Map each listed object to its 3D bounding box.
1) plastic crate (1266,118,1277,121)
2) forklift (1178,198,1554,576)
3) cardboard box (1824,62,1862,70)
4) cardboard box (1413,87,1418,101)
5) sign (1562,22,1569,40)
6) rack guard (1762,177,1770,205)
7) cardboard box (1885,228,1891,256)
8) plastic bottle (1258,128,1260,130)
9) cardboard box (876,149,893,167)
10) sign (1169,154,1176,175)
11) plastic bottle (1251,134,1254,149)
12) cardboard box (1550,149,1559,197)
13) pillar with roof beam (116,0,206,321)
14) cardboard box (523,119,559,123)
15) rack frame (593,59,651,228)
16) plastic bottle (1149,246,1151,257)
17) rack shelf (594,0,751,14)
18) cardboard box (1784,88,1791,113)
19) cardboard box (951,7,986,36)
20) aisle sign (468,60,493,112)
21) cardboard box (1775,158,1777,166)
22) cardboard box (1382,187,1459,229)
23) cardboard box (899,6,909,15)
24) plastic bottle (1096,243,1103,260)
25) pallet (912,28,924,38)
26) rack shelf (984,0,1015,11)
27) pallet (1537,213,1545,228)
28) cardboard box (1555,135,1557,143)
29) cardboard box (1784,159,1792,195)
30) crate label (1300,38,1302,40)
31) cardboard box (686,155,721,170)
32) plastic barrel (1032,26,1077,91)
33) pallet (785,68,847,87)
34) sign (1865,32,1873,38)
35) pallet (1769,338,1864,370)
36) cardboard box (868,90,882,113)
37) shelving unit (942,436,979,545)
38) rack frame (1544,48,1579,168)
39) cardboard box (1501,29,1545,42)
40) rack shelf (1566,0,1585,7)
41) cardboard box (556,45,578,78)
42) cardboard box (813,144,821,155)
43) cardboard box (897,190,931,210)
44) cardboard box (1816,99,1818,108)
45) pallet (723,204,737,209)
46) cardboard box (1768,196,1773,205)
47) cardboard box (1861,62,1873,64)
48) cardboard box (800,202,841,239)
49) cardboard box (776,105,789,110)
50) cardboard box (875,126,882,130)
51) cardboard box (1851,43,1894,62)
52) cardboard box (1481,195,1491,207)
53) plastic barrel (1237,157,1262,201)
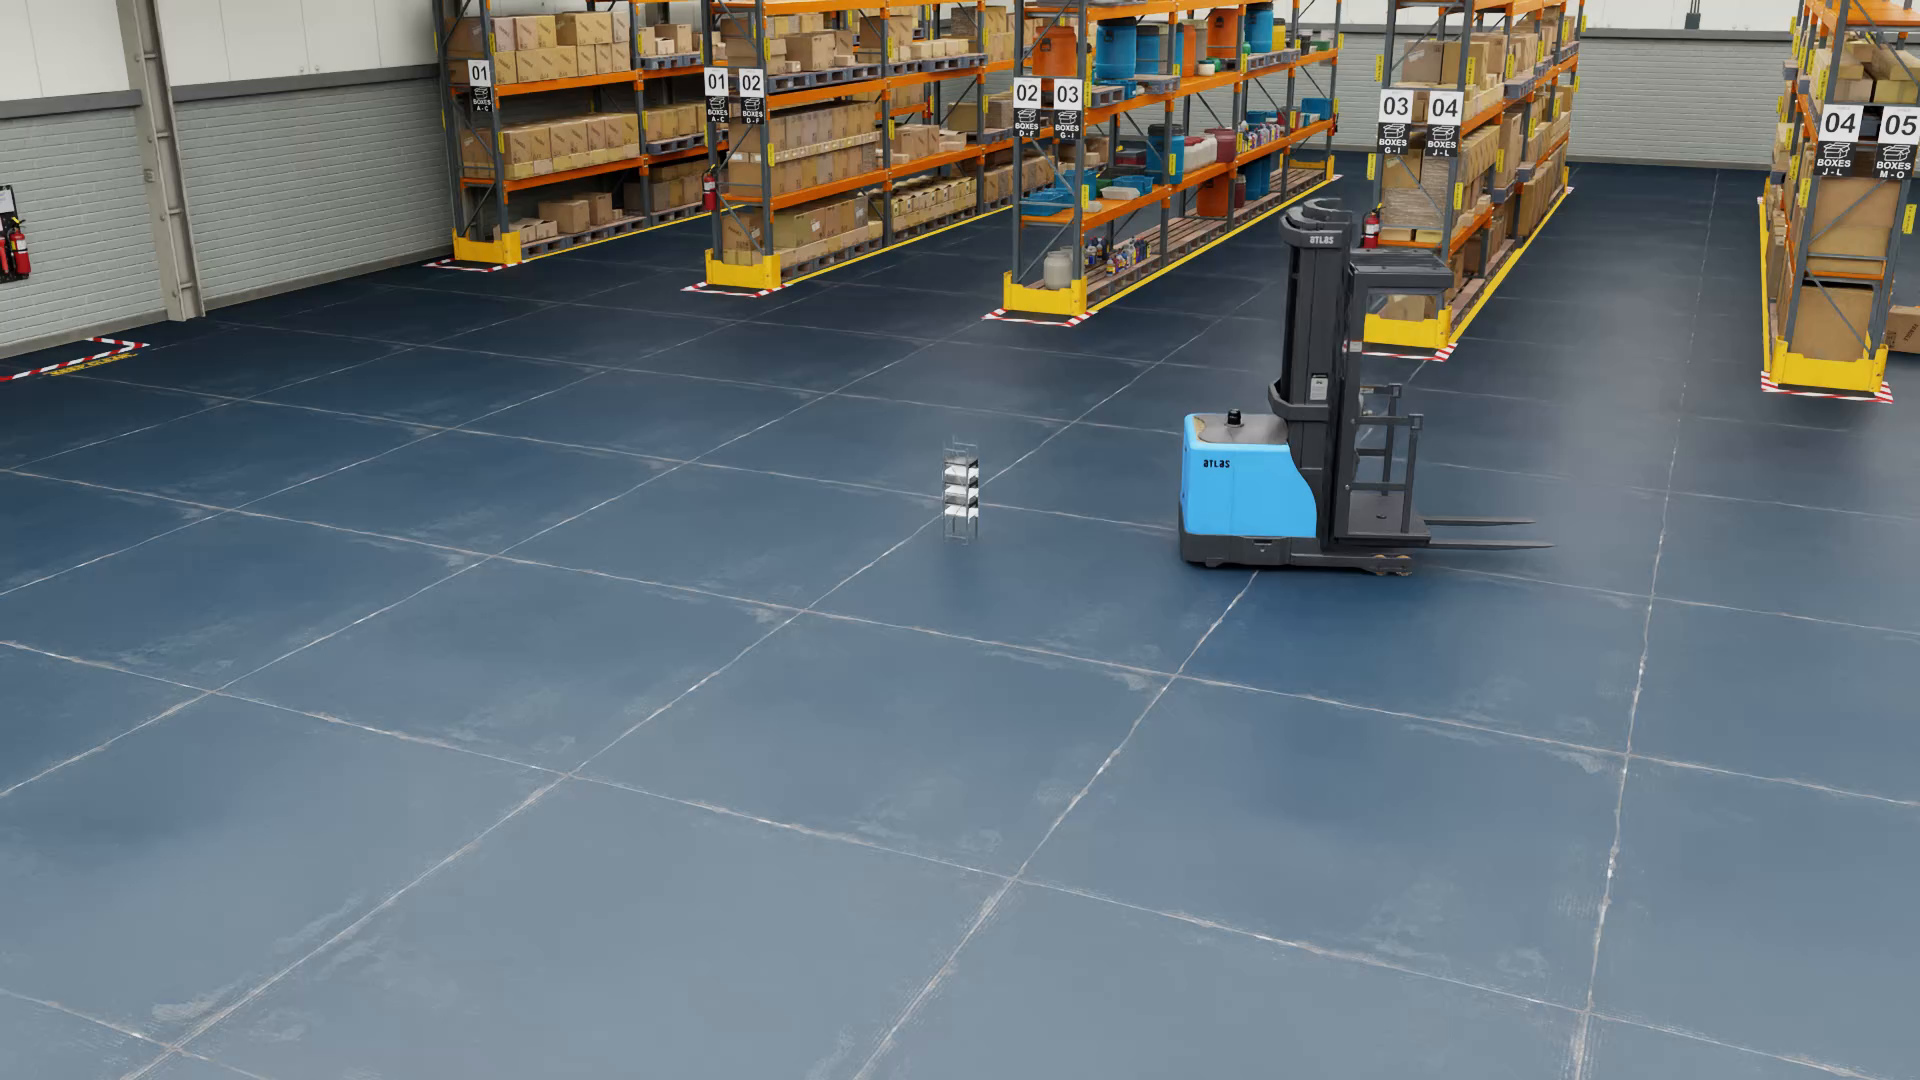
[{"bbox_3d":[6.568,-8.799,35.037,0.293,0.136,0.466,9,21,23],"label":"plastic crate"},{"bbox_3d":[3.398,-1.271,13.670,3.031,2.935,1.130,1,20,4],"label":"forklift"},{"bbox_3d":[10.150,-5.403,19.117,0.380,0.149,0.250,9,21,23],"label":"cardboard box"},{"bbox_3d":[5.563,-5.631,20.979,0.380,0.149,0.250,9,21,23],"label":"cardboard box"},{"bbox_3d":[11.147,-9.375,30.636,0.100,0.325,0.005,9,21,23],"label":"sign"},{"bbox_3d":[16.739,-6.952,33.271,1.175,0.500,0.348,9,21,23],"label":"rack guard"},{"bbox_3d":[10.878,-3.777,20.389,0.875,0.550,0.550,9,21,23],"label":"cardboard box"},{"bbox_3d":[5.786,-7.841,32.233,0.097,0.271,0.097,0,20,0],"label":"plastic bottle"},{"bbox_3d":[-1.502,-6.642,28.893,0.500,0.250,0.500,10,22,26],"label":"cardboard box"},{"bbox_3d":[3.351,-5.927,26.246,0.100,0.325,0.005,9,21,23],"label":"sign"},{"bbox_3d":[5.479,-7.478,31.195,0.061,0.283,0.133,9,21,23],"label":"plastic bottle"},{"bbox_3d":[11.360,-7.304,33.075,0.875,0.875,0.875,9,21,23],"label":"cardboard box"},{"bbox_3d":[-6.855,-6.747,20.010,9.100,9.000,0.400,9,21,23],"label":"pillar with roof beam"},{"bbox_3d":[-7.194,-6.943,28.589,0.500,0.500,0.500,9,21,23],"label":"cardboard box"},{"bbox_3d":[-6.185,-7.235,30.336,1.000,3.000,0.127,9,21,23],"label":"rack frame"},{"bbox_3d":[2.989,-4.611,26.477,0.097,0.201,0.097,0,20,0],"label":"plastic bottle"},{"bbox_3d":[-5.366,-10.146,31.238,1.077,0.370,4.000,9,21,23],"label":"rack shelf"},{"bbox_3d":[15.284,-7.928,30.200,0.500,0.500,0.500,8,21,21],"label":"cardboard box"},{"bbox_3d":[0.159,-9.843,31.552,0.500,0.500,0.500,9,21,23],"label":"cardboard box"},{"bbox_3d":[-7.578,-7.174,26.285,0.394,0.787,0.004,9,21,23],"label":"aisle sign"},{"bbox_3d":[13.485,-6.155,27.048,0.380,0.149,0.250,9,21,24],"label":"cardboard box"},{"bbox_3d":[5.985,-4.325,21.560,0.875,0.500,0.500,9,21,23],"label":"cardboard box"},{"bbox_3d":[-1.536,-12.432,38.800,0.500,0.500,0.500,9,22,24],"label":"cardboard box"},{"bbox_3d":[2.195,-4.547,26.192,0.097,0.271,0.097,0,20,0],"label":"plastic bottle"},{"bbox_3d":[-1.565,-12.047,39.522,1.003,0.211,1.213,9,21,23],"label":"pallet"},{"bbox_3d":[0.793,-10.690,32.768,1.077,0.370,4.000,9,21,23],"label":"rack shelf"},{"bbox_3d":[10.401,-6.082,31.254,1.003,0.211,1.213,9,21,23],"label":"pallet"},{"bbox_3d":[11.394,-7.810,32.327,0.380,0.149,0.250,8,21,21],"label":"cardboard box"},{"bbox_3d":[12.858,-5.498,25.304,0.500,0.500,0.500,8,21,22],"label":"cardboard box"},{"bbox_3d":[7.095,-10.650,35.683,0.408,0.251,0.502,9,21,23],"label":"crate label"},{"bbox_3d":[-5.085,-7.448,32.889,0.500,0.250,0.500,9,21,24],"label":"cardboard box"},{"bbox_3d":[1.299,-6.632,22.897,0.600,0.830,0.708,9,21,23],"label":"plastic barrel"},{"bbox_3d":[-2.490,-7.292,26.152,1.003,0.211,1.213,9,21,23],"label":"pallet"},{"bbox_3d":[15.640,-8.698,28.613,0.100,0.325,0.005,9,21,23],"label":"sign"},{"bbox_3d":[10.474,-2.203,20.349,1.003,0.211,1.213,9,21,23],"label":"pallet"},{"bbox_3d":[-2.368,-10.208,38.248,0.980,0.700,0.700,8,21,21],"label":"cardboard box"},{"bbox_3d":[0.003,-0.426,14.325,0.258,0.900,0.210,9,21,23],"label":"shelving unit"},{"bbox_3d":[12.286,-8.864,34.918,1.000,3.000,0.127,9,21,23],"label":"rack frame"},{"bbox_3d":[9.827,-8.706,29.215,0.797,0.503,0.637,8,21,22],"label":"cardboard box"},{"bbox_3d":[11.467,-10.552,32.381,1.077,0.370,4.000,9,21,23],"label":"rack shelf"},{"bbox_3d":[-6.796,-8.035,27.931,0.500,0.500,0.500,10,22,26],"label":"cardboard box"},{"bbox_3d":[-2.419,-6.171,26.226,0.380,0.149,0.250,8,21,22],"label":"cardboard box"},{"bbox_3d":[-0.847,-6.126,29.857,0.500,0.311,0.500,8,21,21],"label":"cardboard box"},{"bbox_3d":[10.357,-5.183,19.687,0.380,0.149,0.250,9,21,23],"label":"cardboard box"},{"bbox_3d":[-4.868,-6.905,33.571,1.003,0.211,1.213,9,21,23],"label":"pallet"},{"bbox_3d":[15.732,-6.505,31.911,0.380,0.149,0.250,7,21,20],"label":"cardboard box"},{"bbox_3d":[11.889,-6.027,21.466,0.500,0.250,0.500,8,21,22],"label":"cardboard box"},{"bbox_3d":[-2.263,-5.181,26.918,0.500,0.500,0.500,9,21,23],"label":"cardboard box"},{"bbox_3d":[-3.891,-8.927,34.470,0.500,0.500,0.500,9,22,24],"label":"cardboard box"},{"bbox_3d":[-2.011,-9.758,39.566,0.380,0.149,0.250,9,21,23],"label":"cardboard box"},{"bbox_3d":[13.038,-6.843,23.832,0.500,0.500,0.500,9,21,23],"label":"cardboard box"},{"bbox_3d":[7.552,-4.972,24.347,0.380,0.149,0.250,9,21,23],"label":"cardboard box"},{"bbox_3d":[5.601,-7.150,32.602,0.600,0.901,0.708,9,21,23],"label":"plastic barrel"}]
